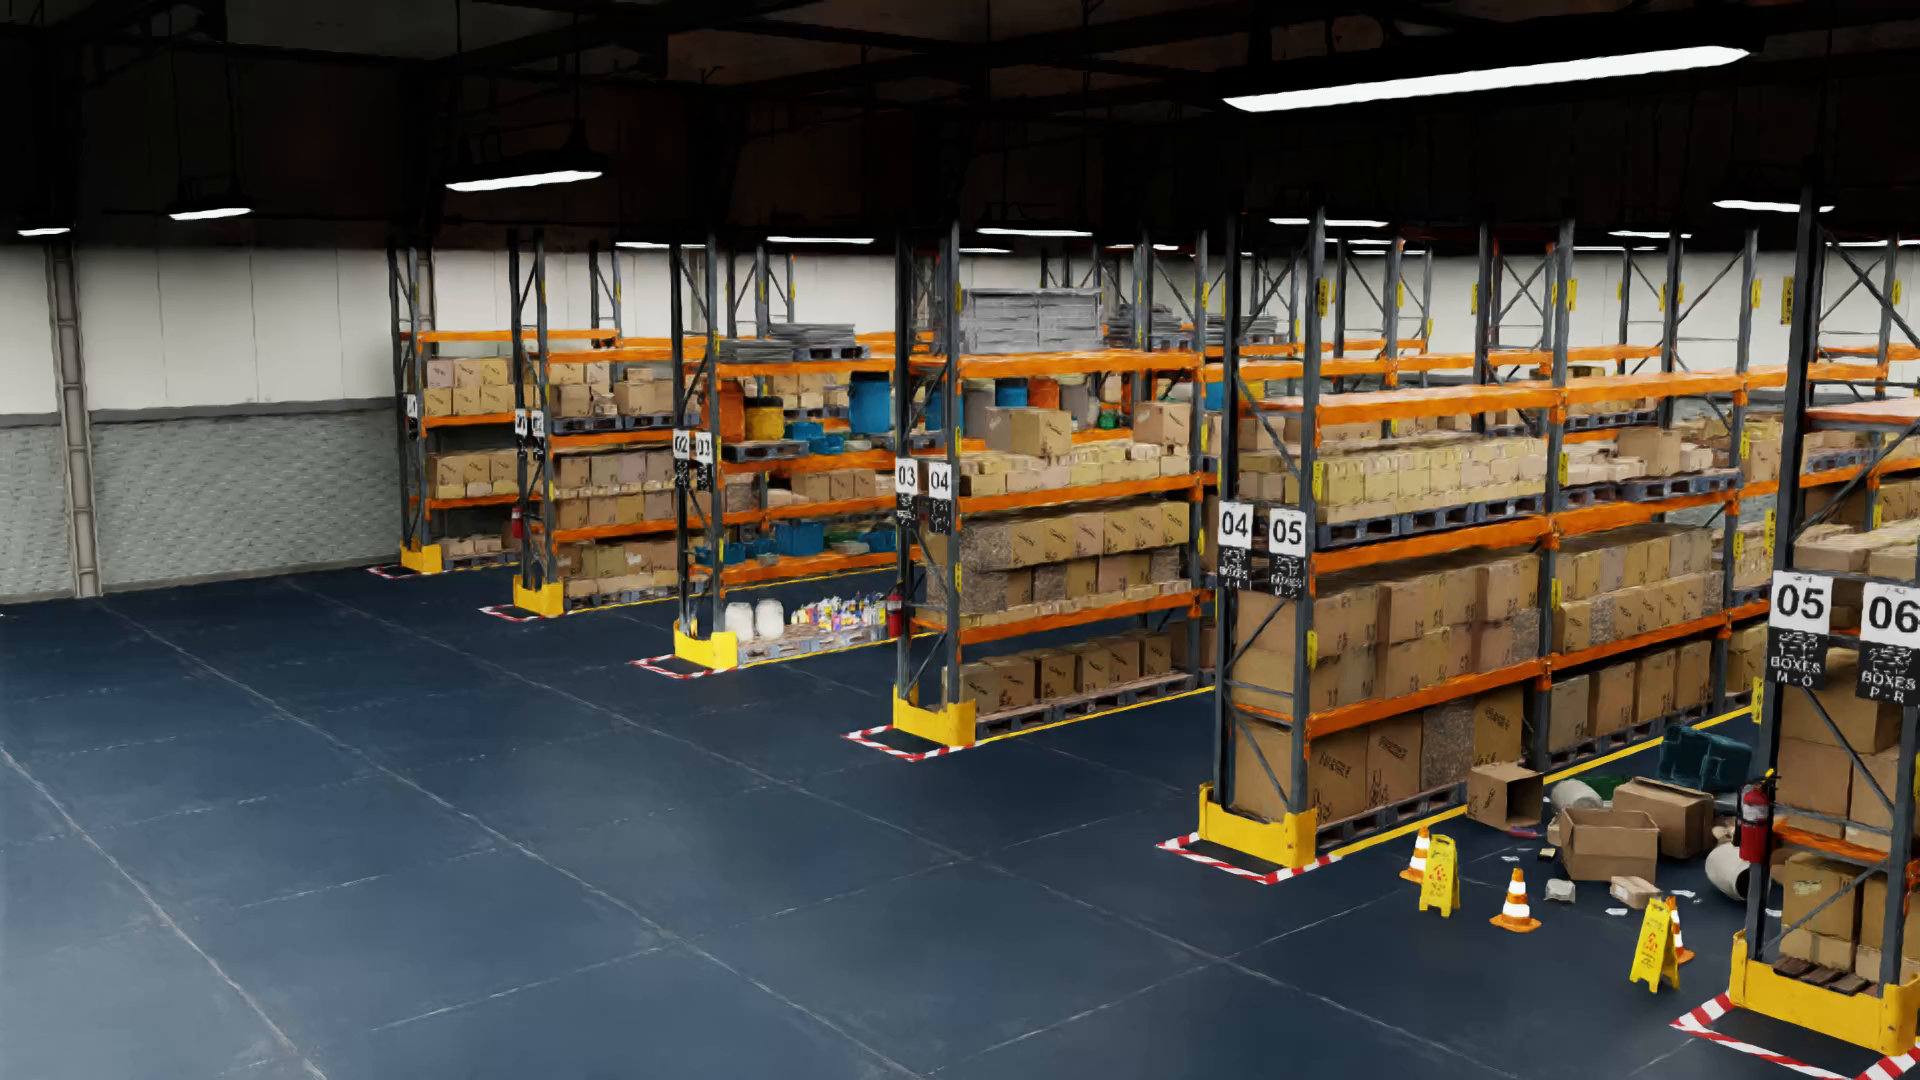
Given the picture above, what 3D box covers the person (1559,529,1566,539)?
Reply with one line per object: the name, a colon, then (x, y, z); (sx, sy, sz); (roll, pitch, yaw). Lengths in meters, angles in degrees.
person: (8.676, 0.558, 24.176); (0.448, 1.784, 0.678); (5, 10, 28)
